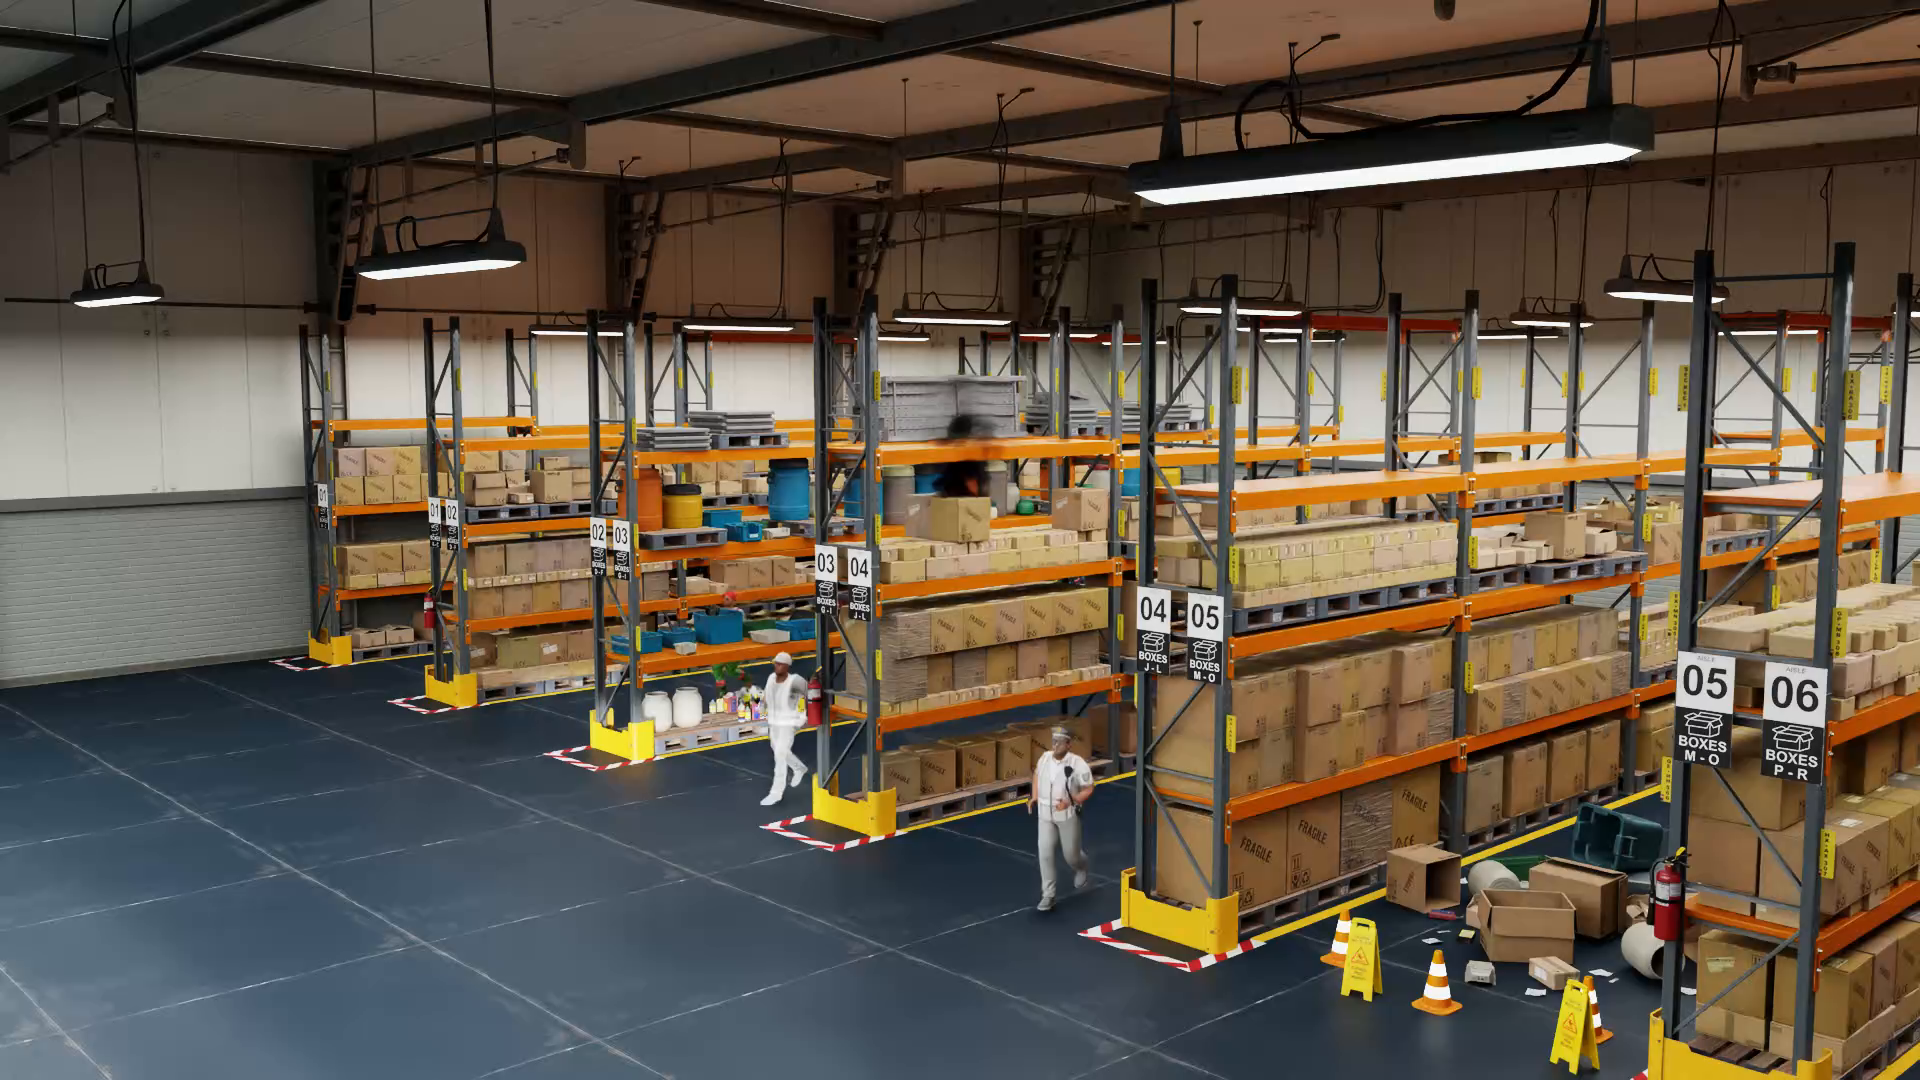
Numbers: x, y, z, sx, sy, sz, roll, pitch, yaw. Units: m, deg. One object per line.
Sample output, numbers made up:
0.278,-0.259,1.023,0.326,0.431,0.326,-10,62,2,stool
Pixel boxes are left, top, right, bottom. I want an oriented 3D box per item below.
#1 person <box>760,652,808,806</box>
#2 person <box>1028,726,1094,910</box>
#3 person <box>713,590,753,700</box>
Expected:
-2.115,2.236,20.113,0.739,1.790,0.955,4,7,38,person
0.976,2.657,16.148,0.689,1.755,0.865,3,6,26,person
-3.618,1.660,26.130,0.663,1.748,0.780,4,7,35,person
